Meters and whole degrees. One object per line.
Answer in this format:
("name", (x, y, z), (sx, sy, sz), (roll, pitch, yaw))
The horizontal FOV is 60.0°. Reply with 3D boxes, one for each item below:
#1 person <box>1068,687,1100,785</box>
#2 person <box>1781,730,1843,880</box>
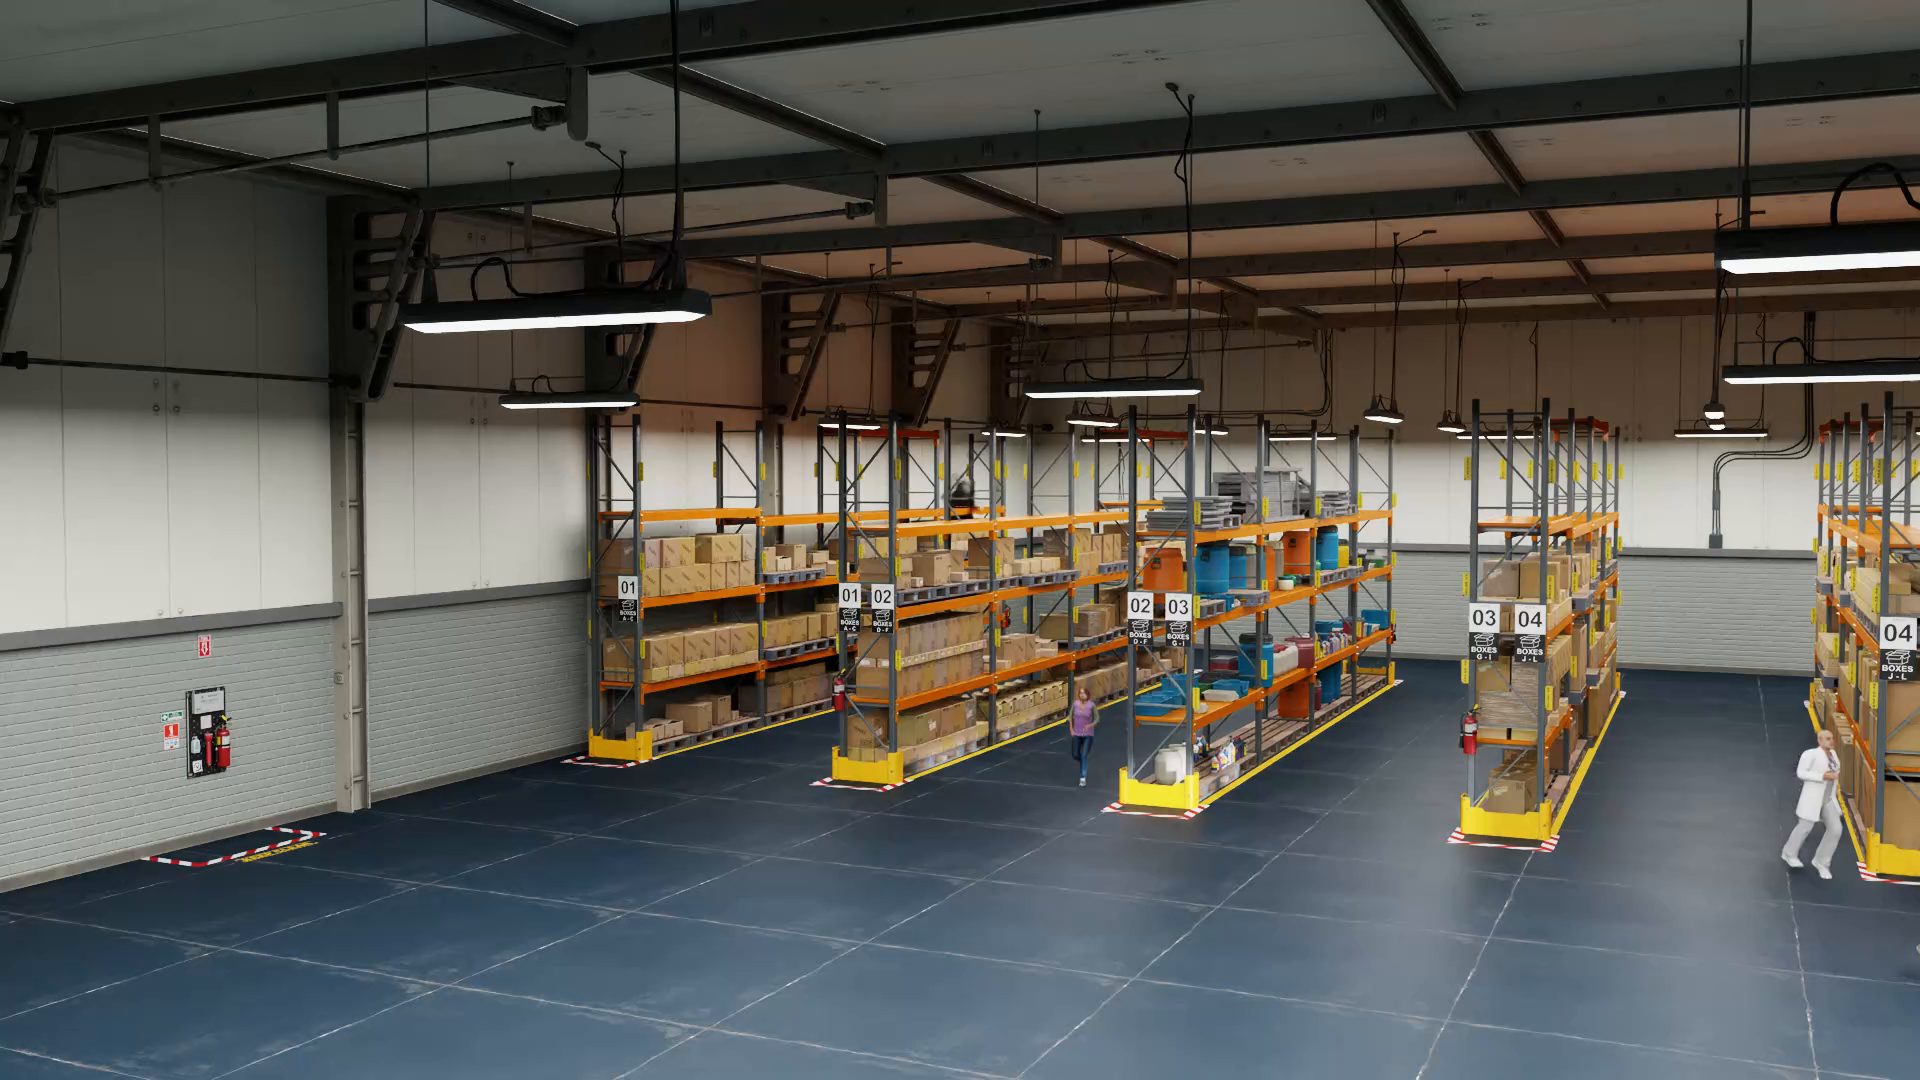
("person", (1.978, 3.134, 26.676), (0.542, 1.561, 0.570), (1, 2, 20))
("person", (10.689, 3.278, 20.693), (0.705, 1.847, 0.823), (-1, 2, -12))
